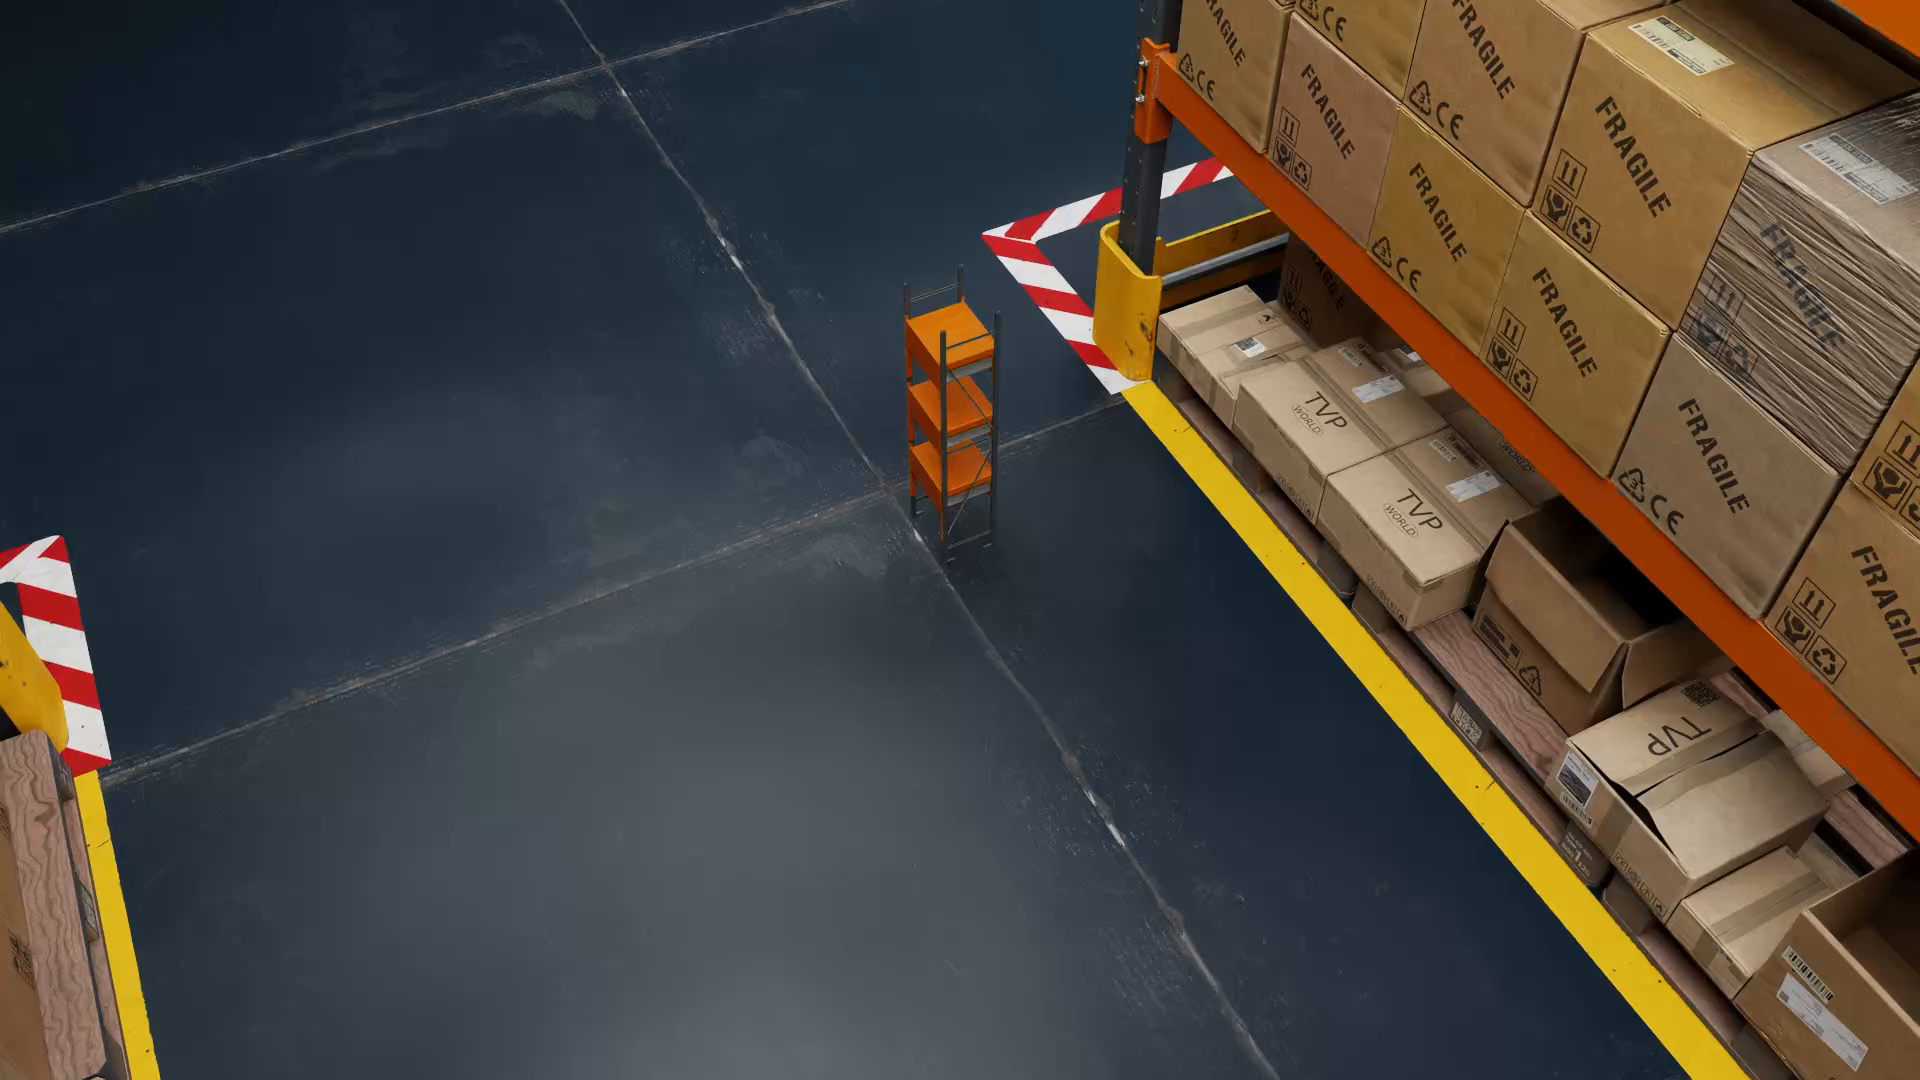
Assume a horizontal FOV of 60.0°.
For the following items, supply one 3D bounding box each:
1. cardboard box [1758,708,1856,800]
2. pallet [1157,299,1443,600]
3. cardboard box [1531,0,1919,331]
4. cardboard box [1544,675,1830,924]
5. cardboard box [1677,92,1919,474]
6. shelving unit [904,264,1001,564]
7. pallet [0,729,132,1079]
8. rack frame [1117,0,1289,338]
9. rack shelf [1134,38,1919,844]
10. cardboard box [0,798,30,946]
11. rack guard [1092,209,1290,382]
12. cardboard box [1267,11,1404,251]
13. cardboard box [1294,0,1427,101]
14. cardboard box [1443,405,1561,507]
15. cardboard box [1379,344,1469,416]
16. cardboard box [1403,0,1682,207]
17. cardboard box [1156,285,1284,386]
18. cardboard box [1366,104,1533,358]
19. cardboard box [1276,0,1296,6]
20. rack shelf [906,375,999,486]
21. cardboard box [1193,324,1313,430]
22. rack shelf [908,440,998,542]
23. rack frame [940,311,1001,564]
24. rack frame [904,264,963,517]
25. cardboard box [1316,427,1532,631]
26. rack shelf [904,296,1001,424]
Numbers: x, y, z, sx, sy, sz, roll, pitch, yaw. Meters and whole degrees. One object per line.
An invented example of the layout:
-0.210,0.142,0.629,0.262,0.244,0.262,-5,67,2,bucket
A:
2.478,0.600,4.823,0.380,0.166,0.250,-21,52,-18,cardboard box
1.452,-0.432,5.988,1.003,0.211,1.213,-21,52,-18,pallet
1.724,-0.885,3.801,0.500,0.500,0.500,-22,52,-18,cardboard box
2.026,0.697,4.641,0.500,0.311,0.500,-21,52,-18,cardboard box
1.953,-0.548,3.506,0.500,0.500,0.500,-21,52,-17,cardboard box
-0.024,-0.381,5.386,0.215,1.050,0.252,-21,52,-18,shelving unit
-2.915,1.200,4.560,1.003,0.211,1.213,-21,52,-18,pallet
1.052,-1.935,5.449,1.000,3.000,0.127,-21,52,-18,rack frame
1.967,-0.359,4.549,1.077,0.370,4.000,-21,52,-18,rack shelf
-2.942,0.893,4.358,0.700,0.500,0.500,-21,52,-18,cardboard box
1.087,-1.061,6.346,1.175,0.500,0.348,-21,52,-18,rack guard
1.261,-1.236,4.772,0.500,0.500,0.500,-22,52,-18,cardboard box
1.267,-1.562,4.392,0.500,0.500,0.500,-21,52,-17,cardboard box
1.928,-0.249,5.509,0.500,0.250,0.500,-21,52,-18,cardboard box
1.625,-0.565,5.842,0.380,0.166,0.250,-21,52,-18,cardboard box
1.491,-1.225,4.098,0.500,0.500,0.500,-21,52,-17,cardboard box
0.938,-0.742,6.008,0.380,0.149,0.250,-21,52,-18,cardboard box
1.488,-0.899,4.477,0.500,0.500,0.500,-21,52,-18,cardboard box
1.021,-1.909,4.696,0.500,0.500,0.500,-20,52,-16,cardboard box
-0.024,-0.374,5.394,0.215,0.259,0.240,-21,52,-18,rack shelf
1.052,-0.581,5.855,0.380,0.166,0.250,-21,52,-18,cardboard box
-0.024,-0.192,5.603,0.215,0.259,0.240,-21,52,-18,rack shelf
0.031,-0.300,5.315,0.200,1.050,0.008,-21,52,-18,rack frame
-0.080,-0.463,5.458,0.200,1.050,0.008,-21,52,-18,rack frame
1.506,-0.043,5.329,0.500,0.250,0.500,-21,52,-18,cardboard box
-0.024,-0.561,5.181,0.215,0.259,0.240,-21,52,-18,rack shelf
